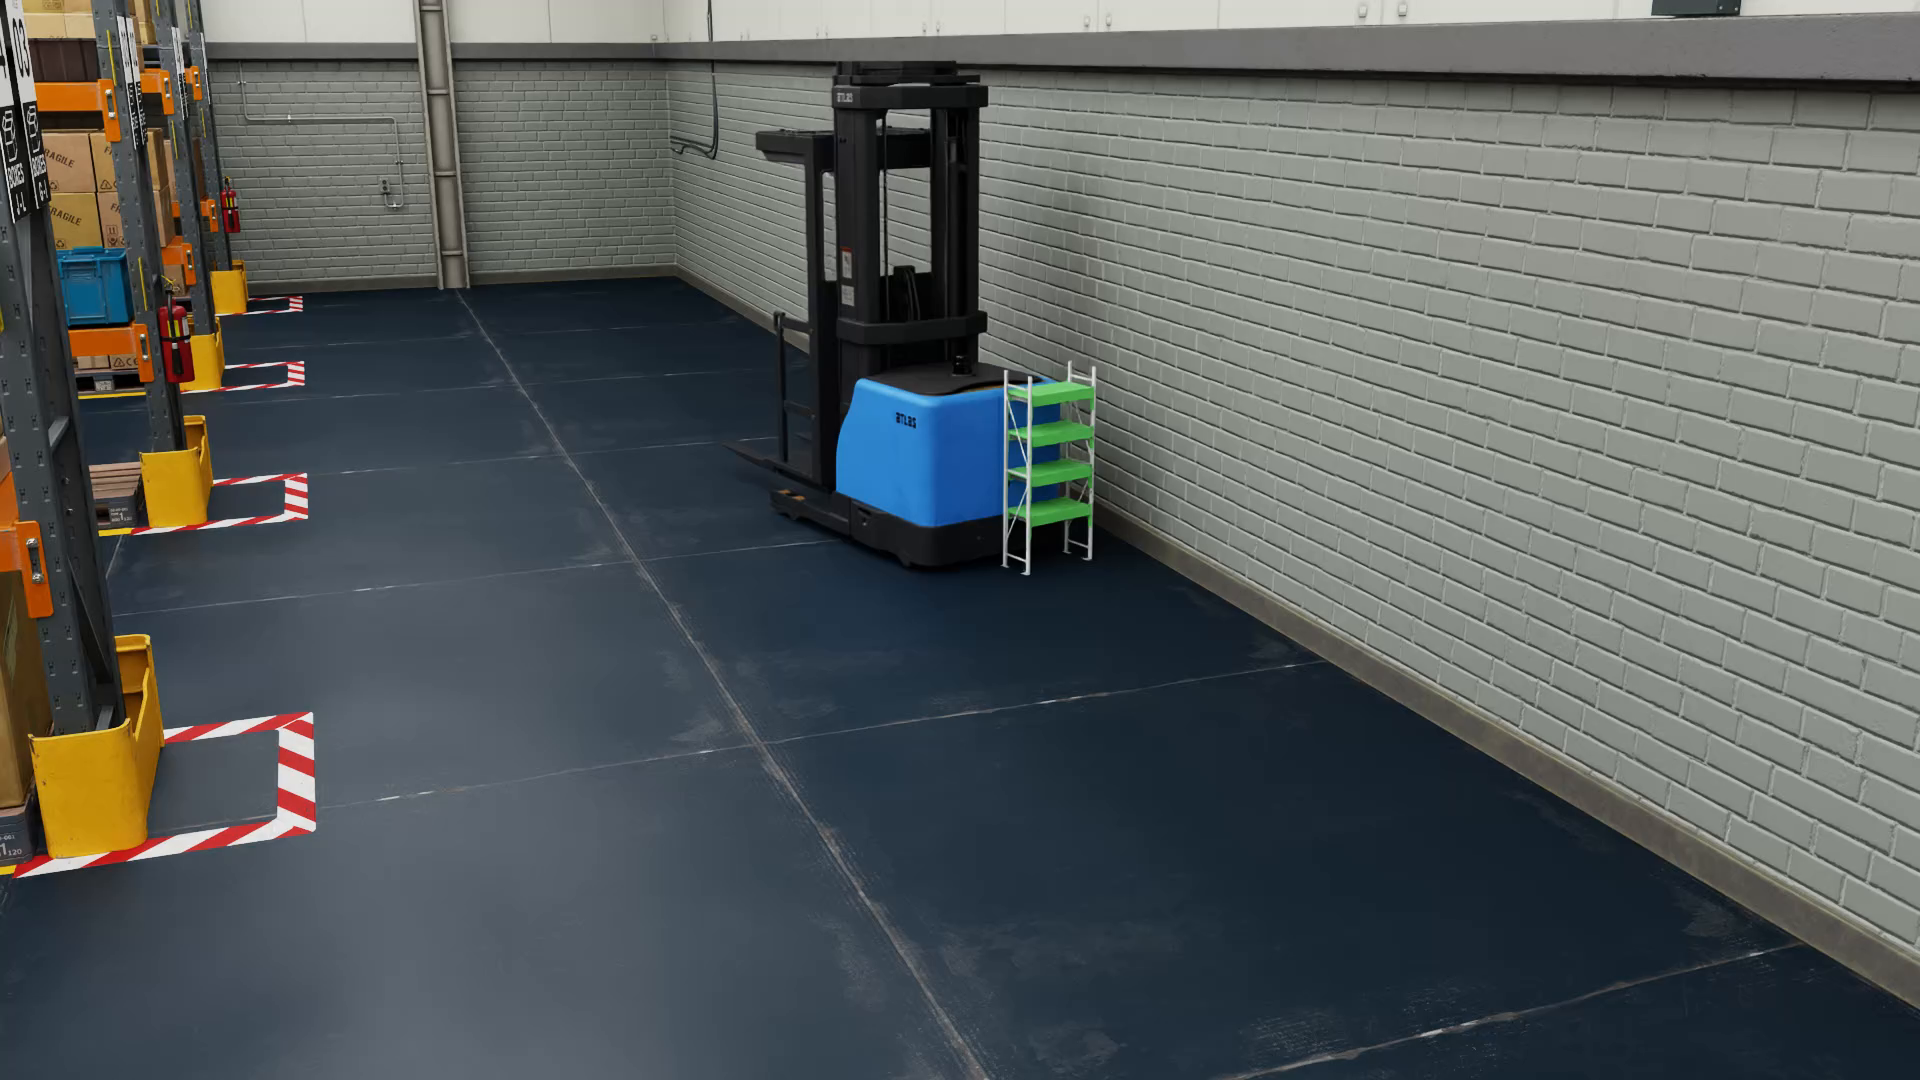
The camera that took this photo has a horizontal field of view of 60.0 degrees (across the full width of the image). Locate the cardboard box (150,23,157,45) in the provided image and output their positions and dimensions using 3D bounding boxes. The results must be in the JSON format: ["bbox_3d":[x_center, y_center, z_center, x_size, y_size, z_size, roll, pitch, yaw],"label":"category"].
[{"bbox_3d":[-9.669,-5.889,19.350,0.500,0.250,0.500,-5,17,-17],"label":"cardboard box"}]

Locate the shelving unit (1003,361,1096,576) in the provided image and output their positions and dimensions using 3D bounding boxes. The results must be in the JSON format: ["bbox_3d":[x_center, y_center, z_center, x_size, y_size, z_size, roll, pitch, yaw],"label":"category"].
[{"bbox_3d":[0.532,-0.431,9.937,0.503,1.200,0.258,-12,20,-35],"label":"shelving unit"}]

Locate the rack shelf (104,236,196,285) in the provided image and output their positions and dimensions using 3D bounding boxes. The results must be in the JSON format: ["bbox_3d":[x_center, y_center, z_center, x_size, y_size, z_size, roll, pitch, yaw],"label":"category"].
[{"bbox_3d":[-8.991,-2.432,14.833,4.000,0.370,1.077,-6,17,-20],"label":"rack shelf"}]

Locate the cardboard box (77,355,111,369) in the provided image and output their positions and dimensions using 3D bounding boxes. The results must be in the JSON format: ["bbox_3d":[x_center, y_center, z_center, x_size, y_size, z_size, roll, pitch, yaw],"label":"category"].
[{"bbox_3d":[-7.953,-1.694,15.290,0.250,0.166,0.380,-6,17,-20],"label":"cardboard box"}]

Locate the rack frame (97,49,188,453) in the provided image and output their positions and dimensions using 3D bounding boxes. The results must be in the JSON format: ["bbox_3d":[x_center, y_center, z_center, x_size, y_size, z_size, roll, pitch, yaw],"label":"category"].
[{"bbox_3d":[-5.354,-1.675,10.979,0.127,3.000,1.000,-6,17,-20],"label":"rack frame"}]

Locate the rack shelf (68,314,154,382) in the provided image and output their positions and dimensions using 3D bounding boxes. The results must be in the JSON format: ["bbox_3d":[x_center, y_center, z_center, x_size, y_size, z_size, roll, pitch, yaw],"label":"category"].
[{"bbox_3d":[-7.222,-1.128,10.394,4.000,0.370,1.077,-6,17,-20],"label":"rack shelf"}]

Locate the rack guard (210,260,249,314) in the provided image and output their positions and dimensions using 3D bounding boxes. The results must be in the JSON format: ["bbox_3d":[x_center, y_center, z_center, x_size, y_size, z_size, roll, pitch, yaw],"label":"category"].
[{"bbox_3d":[-8.877,-3.085,20.216,0.348,0.500,1.175,-6,17,-20],"label":"rack guard"}]

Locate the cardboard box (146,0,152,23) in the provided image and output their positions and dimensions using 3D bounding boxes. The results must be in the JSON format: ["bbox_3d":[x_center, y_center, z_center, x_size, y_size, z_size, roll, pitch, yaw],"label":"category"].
[{"bbox_3d":[-9.667,-6.248,19.241,0.500,0.500,0.500,-7,18,-22],"label":"cardboard box"}]

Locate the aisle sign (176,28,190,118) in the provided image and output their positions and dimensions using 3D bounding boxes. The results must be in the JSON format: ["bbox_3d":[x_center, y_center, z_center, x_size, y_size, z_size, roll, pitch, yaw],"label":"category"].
[{"bbox_3d":[-7.165,-4.310,15.339,0.004,0.787,0.394,-6,17,-20],"label":"aisle sign"}]

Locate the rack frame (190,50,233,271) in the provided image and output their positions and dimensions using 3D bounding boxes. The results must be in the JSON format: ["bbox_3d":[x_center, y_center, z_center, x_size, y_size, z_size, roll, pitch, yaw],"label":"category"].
[{"bbox_3d":[-8.899,-4.282,19.855,0.127,3.000,1.000,-6,17,-20],"label":"rack frame"}]

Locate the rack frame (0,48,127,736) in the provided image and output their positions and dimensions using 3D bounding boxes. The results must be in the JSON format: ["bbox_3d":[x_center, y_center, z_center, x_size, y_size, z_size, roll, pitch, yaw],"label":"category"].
[{"bbox_3d":[-3.582,-0.372,6.542,0.127,3.000,1.000,-6,17,-20],"label":"rack frame"}]

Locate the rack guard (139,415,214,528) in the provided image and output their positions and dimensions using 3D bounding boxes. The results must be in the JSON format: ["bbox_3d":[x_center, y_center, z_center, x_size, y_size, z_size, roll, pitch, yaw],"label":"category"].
[{"bbox_3d":[-5.336,-0.482,11.351,0.348,0.500,1.175,-6,17,-20],"label":"rack guard"}]

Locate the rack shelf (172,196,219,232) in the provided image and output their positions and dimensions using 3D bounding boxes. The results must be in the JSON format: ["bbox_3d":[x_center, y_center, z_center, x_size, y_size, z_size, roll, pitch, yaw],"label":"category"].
[{"bbox_3d":[-10.767,-3.735,19.270,4.000,0.370,1.077,-6,17,-20],"label":"rack shelf"}]

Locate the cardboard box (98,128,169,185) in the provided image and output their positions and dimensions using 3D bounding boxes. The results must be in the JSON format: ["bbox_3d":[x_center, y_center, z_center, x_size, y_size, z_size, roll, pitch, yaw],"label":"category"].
[{"bbox_3d":[-7.632,-3.531,15.347,0.500,0.500,0.500,-6,17,-18],"label":"cardboard box"}]

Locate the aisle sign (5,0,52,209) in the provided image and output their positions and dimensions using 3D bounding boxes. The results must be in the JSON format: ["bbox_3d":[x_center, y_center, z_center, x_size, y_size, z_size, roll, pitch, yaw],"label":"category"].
[{"bbox_3d":[-3.622,-1.706,6.469,0.004,0.787,0.394,-6,17,-20],"label":"aisle sign"}]

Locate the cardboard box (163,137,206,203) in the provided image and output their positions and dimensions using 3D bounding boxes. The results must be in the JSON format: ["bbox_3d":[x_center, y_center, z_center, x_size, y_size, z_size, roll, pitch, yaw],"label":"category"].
[{"bbox_3d":[-9.372,-4.372,19.629,0.700,0.700,0.980,-5,17,-18],"label":"cardboard box"}]

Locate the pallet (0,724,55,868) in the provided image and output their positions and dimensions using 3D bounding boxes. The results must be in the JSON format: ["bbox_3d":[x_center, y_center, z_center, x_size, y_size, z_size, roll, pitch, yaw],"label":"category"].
[{"bbox_3d":[-4.301,1.067,6.590,1.213,0.211,1.003,-6,17,-20],"label":"pallet"}]

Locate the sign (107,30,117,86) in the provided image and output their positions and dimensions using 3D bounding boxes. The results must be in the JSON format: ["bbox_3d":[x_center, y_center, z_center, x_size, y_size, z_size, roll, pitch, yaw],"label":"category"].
[{"bbox_3d":[-5.142,-2.921,10.084,0.005,0.325,0.100,-6,17,-20],"label":"sign"}]

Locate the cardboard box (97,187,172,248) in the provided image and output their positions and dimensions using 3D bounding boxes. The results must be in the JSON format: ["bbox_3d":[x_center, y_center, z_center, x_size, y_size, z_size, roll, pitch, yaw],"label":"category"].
[{"bbox_3d":[-7.444,-2.910,15.007,0.500,0.500,0.500,-6,17,-18],"label":"cardboard box"}]

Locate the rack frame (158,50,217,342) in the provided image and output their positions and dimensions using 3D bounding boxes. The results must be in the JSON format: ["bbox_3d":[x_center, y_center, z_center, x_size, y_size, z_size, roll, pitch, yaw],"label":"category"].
[{"bbox_3d":[-7.123,-2.979,15.418,0.127,3.000,1.000,-6,17,-20],"label":"rack frame"}]

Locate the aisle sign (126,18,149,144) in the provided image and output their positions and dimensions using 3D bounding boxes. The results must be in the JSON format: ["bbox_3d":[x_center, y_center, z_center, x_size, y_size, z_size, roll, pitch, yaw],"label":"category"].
[{"bbox_3d":[-5.393,-3.008,10.904,0.004,0.787,0.394,-6,17,-20],"label":"aisle sign"}]

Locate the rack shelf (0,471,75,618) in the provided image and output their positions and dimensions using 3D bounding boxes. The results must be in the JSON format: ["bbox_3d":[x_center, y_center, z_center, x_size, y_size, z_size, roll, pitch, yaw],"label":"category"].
[{"bbox_3d":[-5.449,0.175,5.956,4.000,0.370,1.077,-6,17,-20],"label":"rack shelf"}]

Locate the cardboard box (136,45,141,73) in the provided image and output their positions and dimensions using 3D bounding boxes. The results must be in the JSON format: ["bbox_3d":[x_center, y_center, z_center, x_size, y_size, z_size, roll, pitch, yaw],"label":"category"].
[{"bbox_3d":[-7.509,-4.225,14.604,0.500,0.250,0.500,-6,17,-20],"label":"cardboard box"}]

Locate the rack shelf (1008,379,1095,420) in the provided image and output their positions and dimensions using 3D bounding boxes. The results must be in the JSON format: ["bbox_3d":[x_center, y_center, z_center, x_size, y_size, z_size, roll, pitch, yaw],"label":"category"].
[{"bbox_3d":[0.532,-0.831,9.820,0.480,0.148,0.258,-12,20,-35],"label":"rack shelf"}]

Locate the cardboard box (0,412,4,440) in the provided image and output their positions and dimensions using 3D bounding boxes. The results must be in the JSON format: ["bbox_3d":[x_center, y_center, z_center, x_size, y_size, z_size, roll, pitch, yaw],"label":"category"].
[{"bbox_3d":[-4.127,-0.465,6.598,0.500,0.250,0.500,-7,18,-22],"label":"cardboard box"}]

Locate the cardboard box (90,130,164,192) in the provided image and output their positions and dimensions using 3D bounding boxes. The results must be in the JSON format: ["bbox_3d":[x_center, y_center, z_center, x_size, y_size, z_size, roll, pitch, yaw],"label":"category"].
[{"bbox_3d":[-7.440,-3.389,14.864,0.500,0.500,0.500,-6,18,-21],"label":"cardboard box"}]

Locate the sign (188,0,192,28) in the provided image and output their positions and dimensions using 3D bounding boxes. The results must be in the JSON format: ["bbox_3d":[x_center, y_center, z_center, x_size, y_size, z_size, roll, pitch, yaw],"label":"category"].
[{"bbox_3d":[-8.718,-5.964,18.828,0.005,0.325,0.100,-6,17,-20],"label":"sign"}]

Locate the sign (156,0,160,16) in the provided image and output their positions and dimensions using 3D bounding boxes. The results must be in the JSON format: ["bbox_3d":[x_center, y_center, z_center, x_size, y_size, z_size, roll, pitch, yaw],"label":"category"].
[{"bbox_3d":[-6.943,-4.695,14.367,0.005,0.325,0.100,-6,17,-20],"label":"sign"}]

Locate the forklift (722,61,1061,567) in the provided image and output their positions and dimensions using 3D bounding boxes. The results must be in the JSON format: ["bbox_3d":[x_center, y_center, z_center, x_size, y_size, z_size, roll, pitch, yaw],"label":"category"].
[{"bbox_3d":[-0.619,-1.604,10.857,1.130,2.935,3.031,-11,20,-33],"label":"forklift"}]

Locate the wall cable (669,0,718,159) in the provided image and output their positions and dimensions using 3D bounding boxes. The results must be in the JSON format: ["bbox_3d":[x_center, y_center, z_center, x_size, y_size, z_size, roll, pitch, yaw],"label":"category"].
[{"bbox_3d":[-3.490,-6.147,21.069,0.112,2.526,3.097,-6,17,-20],"label":"wall cable"}]

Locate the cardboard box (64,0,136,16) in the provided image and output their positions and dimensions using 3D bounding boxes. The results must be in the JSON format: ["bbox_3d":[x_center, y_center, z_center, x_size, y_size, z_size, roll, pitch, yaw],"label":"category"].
[{"bbox_3d":[-7.597,-4.890,14.650,0.500,0.500,0.700,-6,17,-20],"label":"cardboard box"}]

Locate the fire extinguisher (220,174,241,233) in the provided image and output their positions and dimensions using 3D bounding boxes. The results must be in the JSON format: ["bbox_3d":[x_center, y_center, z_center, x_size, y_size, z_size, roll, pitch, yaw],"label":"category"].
[{"bbox_3d":[-8.593,-3.960,19.557,0.183,0.674,0.296,-6,17,-20],"label":"fire extinguisher"}]

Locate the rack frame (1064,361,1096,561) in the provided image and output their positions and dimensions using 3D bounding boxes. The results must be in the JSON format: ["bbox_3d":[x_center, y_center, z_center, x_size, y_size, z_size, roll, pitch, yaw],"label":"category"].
[{"bbox_3d":[0.727,-0.473,10.078,0.015,1.200,0.240,-12,20,-35],"label":"rack frame"}]

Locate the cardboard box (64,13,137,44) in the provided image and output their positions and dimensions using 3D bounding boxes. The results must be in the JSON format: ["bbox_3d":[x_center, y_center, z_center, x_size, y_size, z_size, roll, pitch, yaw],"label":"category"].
[{"bbox_3d":[-7.512,-4.467,14.542,0.500,0.250,0.500,-6,17,-20],"label":"cardboard box"}]

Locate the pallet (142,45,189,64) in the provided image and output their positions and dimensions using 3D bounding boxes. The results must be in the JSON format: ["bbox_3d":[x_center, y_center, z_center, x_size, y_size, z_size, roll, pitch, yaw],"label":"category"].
[{"bbox_3d":[-9.588,-5.601,19.181,1.213,0.211,1.003,-6,17,-20],"label":"pallet"}]

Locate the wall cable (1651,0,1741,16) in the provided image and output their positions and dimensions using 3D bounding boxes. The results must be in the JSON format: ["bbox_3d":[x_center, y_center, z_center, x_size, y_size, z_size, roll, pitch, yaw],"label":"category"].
[{"bbox_3d":[2.931,-4.457,4.096,0.120,5.999,2.277,-6,17,-20],"label":"wall cable"}]

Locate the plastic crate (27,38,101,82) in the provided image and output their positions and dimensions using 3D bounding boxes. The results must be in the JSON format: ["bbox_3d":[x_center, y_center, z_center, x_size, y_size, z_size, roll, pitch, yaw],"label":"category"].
[{"bbox_3d":[-5.813,-3.086,10.692,0.590,0.269,0.497,-6,17,-20],"label":"plastic crate"}]

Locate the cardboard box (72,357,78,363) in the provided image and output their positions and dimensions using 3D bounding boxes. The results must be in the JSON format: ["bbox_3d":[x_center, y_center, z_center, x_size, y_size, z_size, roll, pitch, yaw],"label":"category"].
[{"bbox_3d":[-8.199,-1.840,15.640,0.500,0.250,0.500,-6,17,-20],"label":"cardboard box"}]

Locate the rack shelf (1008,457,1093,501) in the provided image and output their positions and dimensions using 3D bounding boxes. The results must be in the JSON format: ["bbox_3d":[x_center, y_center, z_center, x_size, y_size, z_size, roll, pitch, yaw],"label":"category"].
[{"bbox_3d":[0.532,-0.370,9.955,0.480,0.148,0.258,-12,20,-35],"label":"rack shelf"}]

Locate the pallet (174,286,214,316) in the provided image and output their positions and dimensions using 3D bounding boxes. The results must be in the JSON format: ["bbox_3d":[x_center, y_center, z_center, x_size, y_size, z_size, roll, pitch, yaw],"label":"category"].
[{"bbox_3d":[-9.618,-2.843,19.904,1.213,0.211,1.003,-6,17,-20],"label":"pallet"}]
